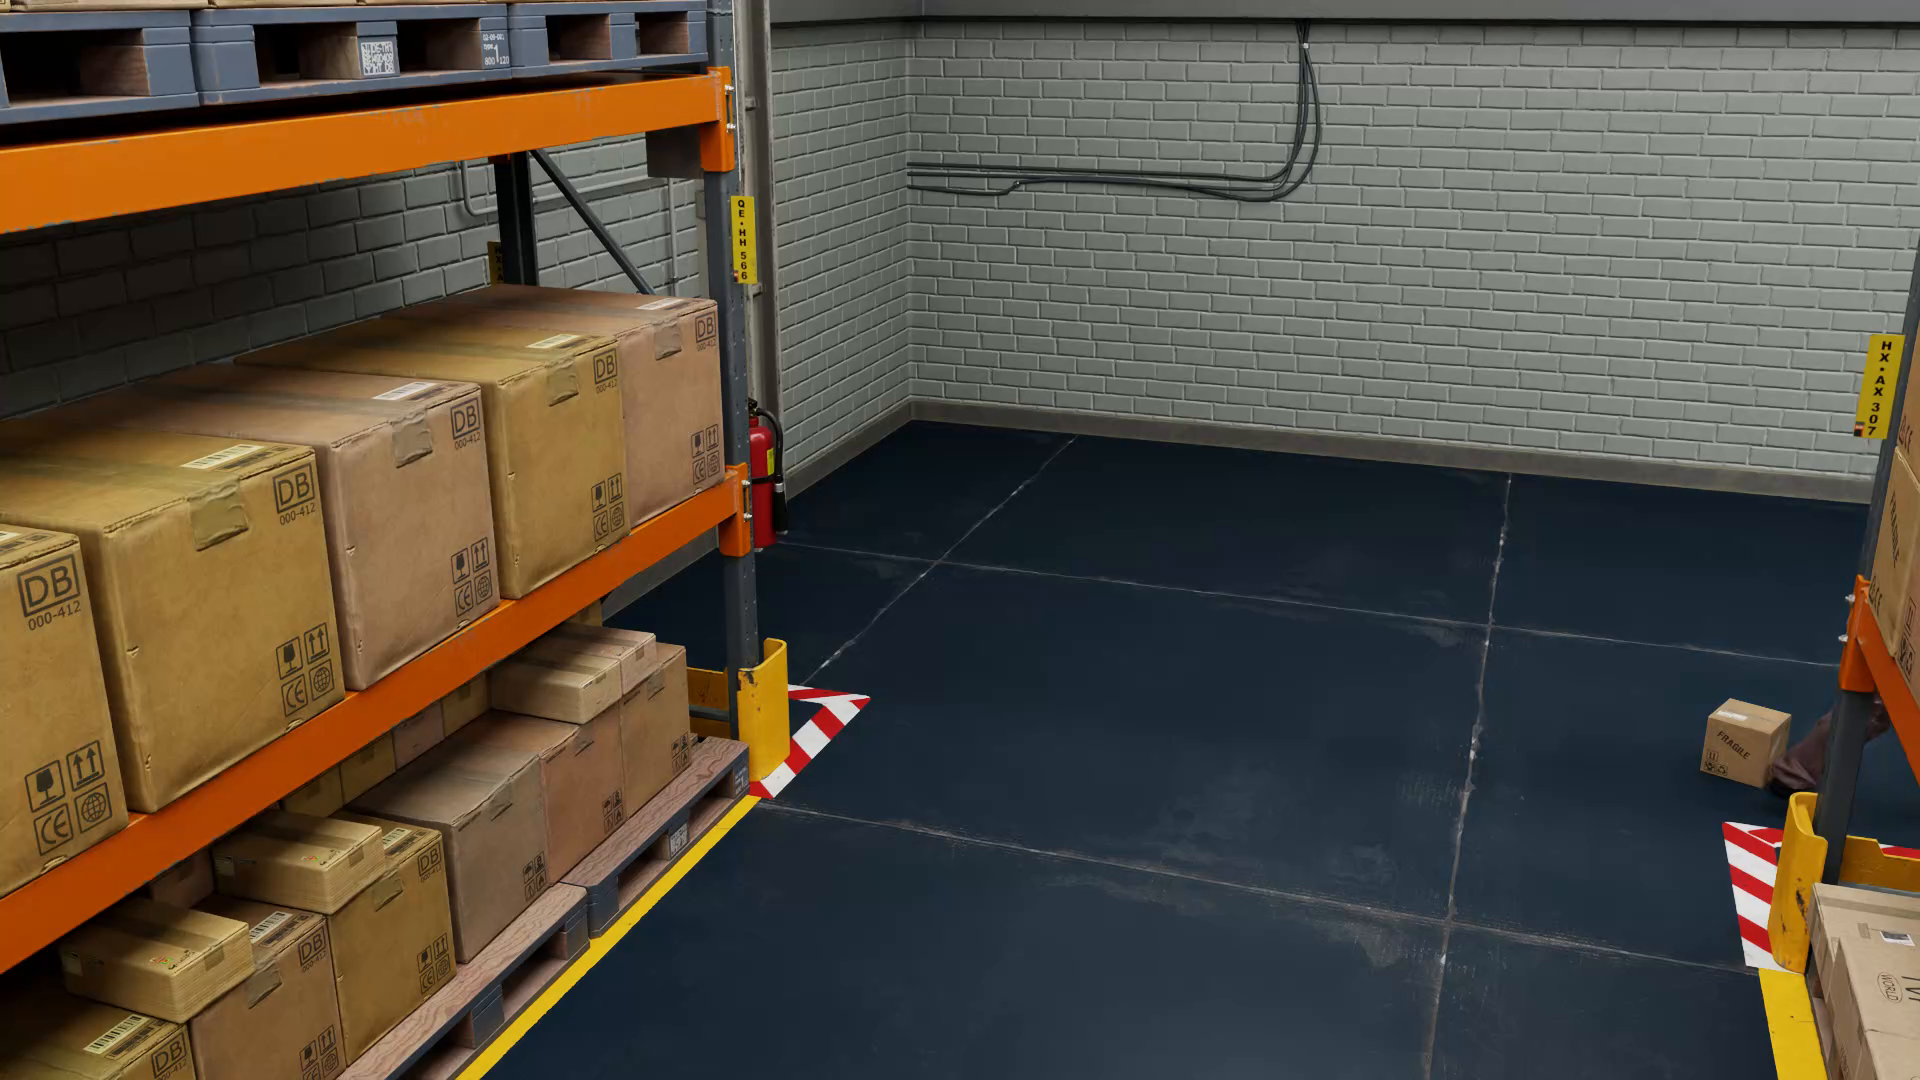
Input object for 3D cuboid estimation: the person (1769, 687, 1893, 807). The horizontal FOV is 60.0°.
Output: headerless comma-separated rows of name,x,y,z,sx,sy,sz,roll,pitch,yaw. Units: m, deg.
person,3.691,0.304,6.189,1.031,1.671,0.546,9,20,24
